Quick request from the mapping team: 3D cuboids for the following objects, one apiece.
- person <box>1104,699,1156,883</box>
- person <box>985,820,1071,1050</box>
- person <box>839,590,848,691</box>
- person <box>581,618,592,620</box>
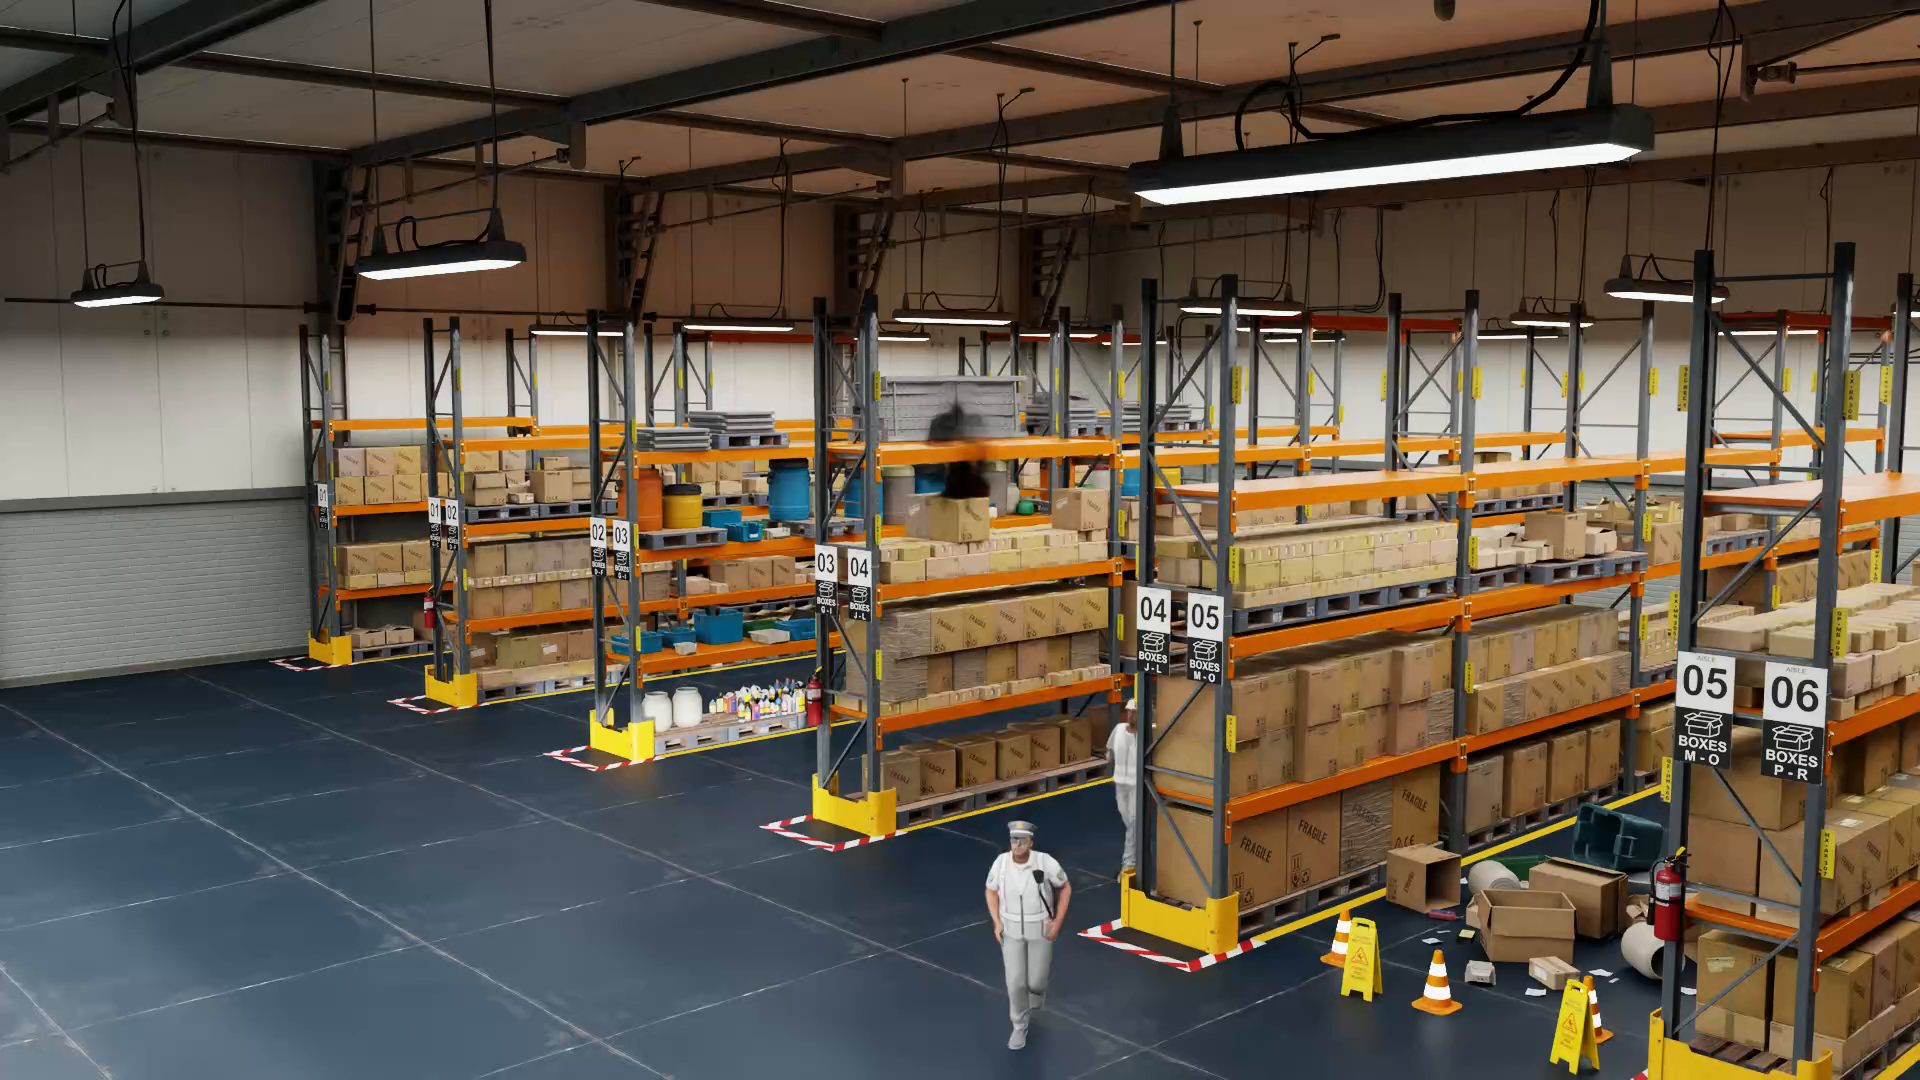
[{"bbox_3d":[1.788,2.530,17.129,0.668,1.820,0.828,4,7,36],"label":"person"},{"bbox_3d":[0.529,3.002,12.934,0.669,1.771,0.667,1,6,10],"label":"person"},{"bbox_3d":[-1.744,1.583,27.283,0.726,1.721,0.590,-5,8,-43],"label":"person"},{"bbox_3d":[-6.706,1.253,29.772,0.695,1.771,0.962,3,7,31],"label":"person"}]
